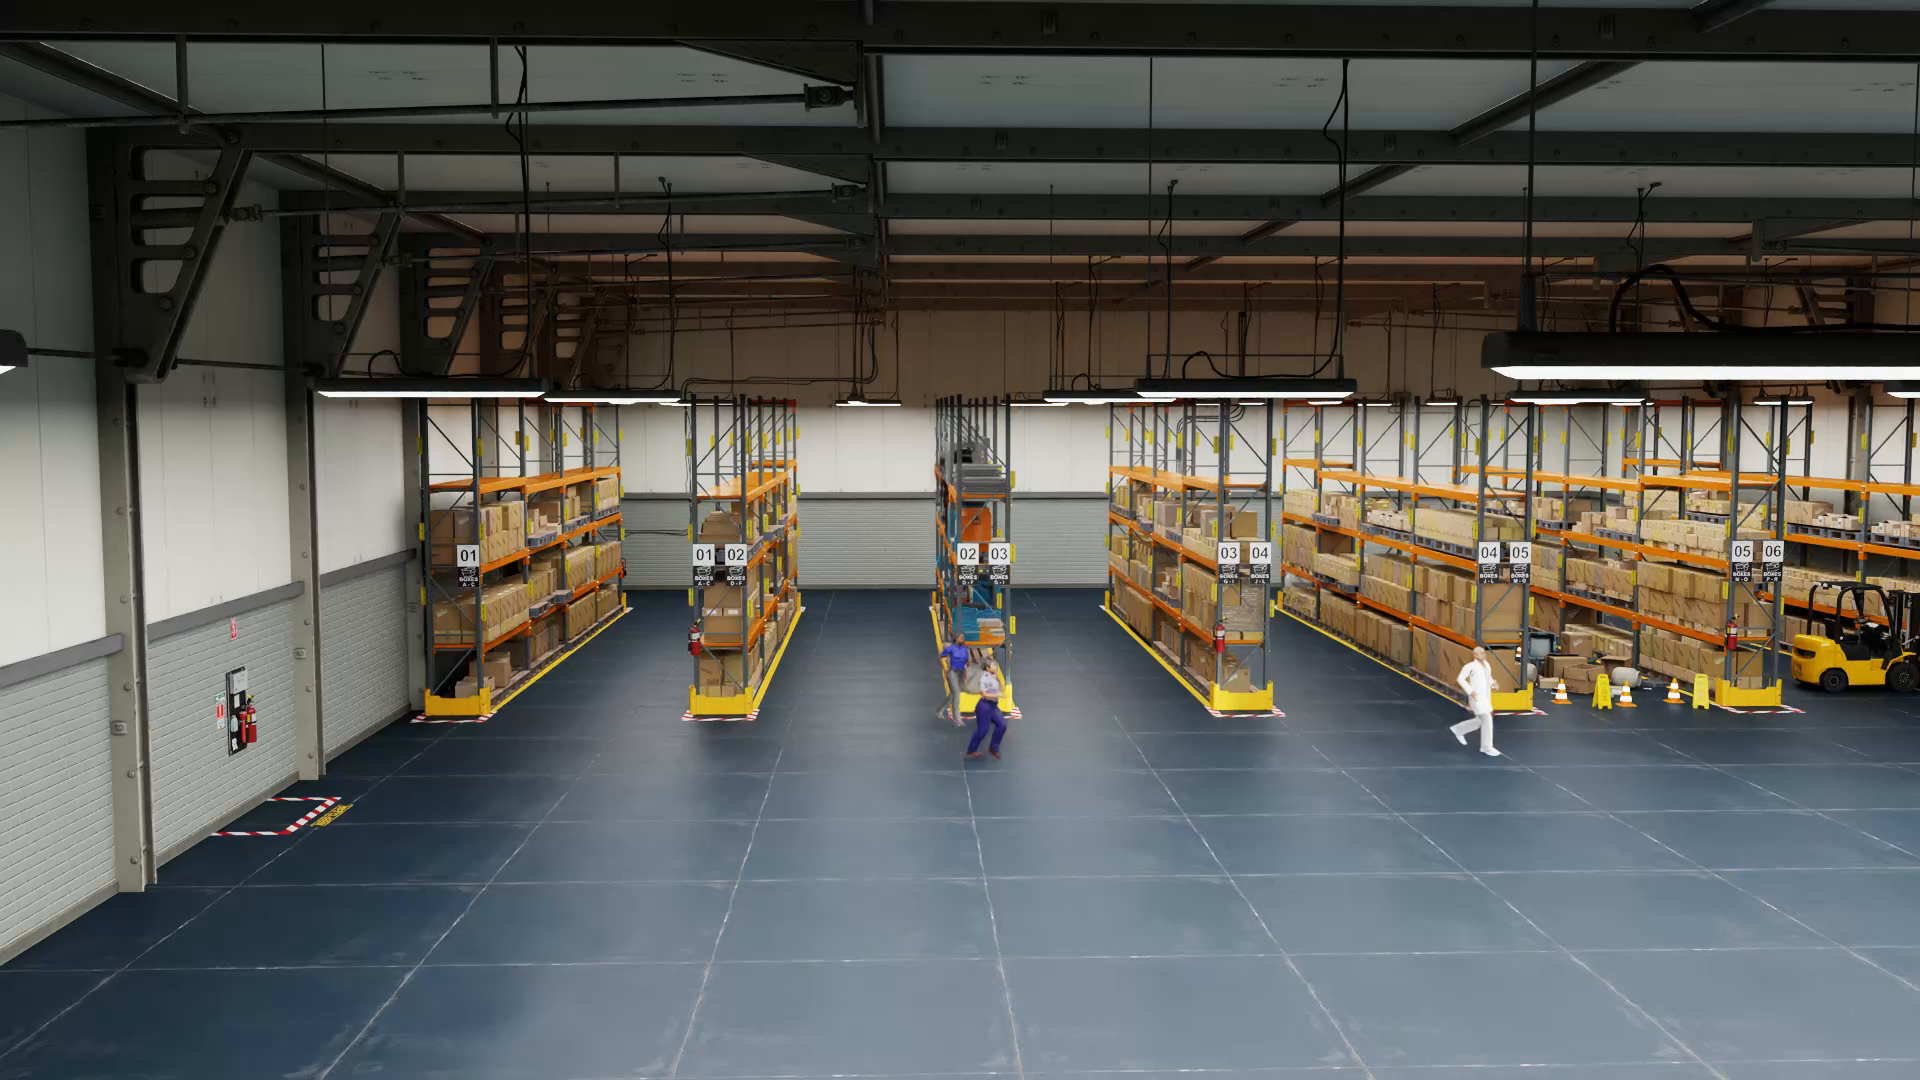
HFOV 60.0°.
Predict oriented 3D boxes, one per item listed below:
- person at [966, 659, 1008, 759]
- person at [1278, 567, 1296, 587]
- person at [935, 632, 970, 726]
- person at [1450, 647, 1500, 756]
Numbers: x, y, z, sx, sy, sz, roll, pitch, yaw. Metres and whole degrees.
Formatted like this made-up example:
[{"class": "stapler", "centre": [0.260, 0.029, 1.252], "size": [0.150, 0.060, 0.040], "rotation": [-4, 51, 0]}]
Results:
[{"class": "person", "centre": [0.455, 2.790, 27.131], "size": [0.725, 1.699, 0.592], "rotation": [2, 5, 20]}, {"class": "person", "centre": [9.701, 0.997, 48.888], "size": [0.648, 1.743, 0.714], "rotation": [0, 5, -4]}, {"class": "person", "centre": [-0.082, 2.519, 30.413], "size": [0.794, 1.675, 0.583], "rotation": [4, 6, 42]}, {"class": "person", "centre": [8.636, 2.661, 27.777], "size": [0.700, 1.782, 0.911], "rotation": [-4, 6, -44]}]
